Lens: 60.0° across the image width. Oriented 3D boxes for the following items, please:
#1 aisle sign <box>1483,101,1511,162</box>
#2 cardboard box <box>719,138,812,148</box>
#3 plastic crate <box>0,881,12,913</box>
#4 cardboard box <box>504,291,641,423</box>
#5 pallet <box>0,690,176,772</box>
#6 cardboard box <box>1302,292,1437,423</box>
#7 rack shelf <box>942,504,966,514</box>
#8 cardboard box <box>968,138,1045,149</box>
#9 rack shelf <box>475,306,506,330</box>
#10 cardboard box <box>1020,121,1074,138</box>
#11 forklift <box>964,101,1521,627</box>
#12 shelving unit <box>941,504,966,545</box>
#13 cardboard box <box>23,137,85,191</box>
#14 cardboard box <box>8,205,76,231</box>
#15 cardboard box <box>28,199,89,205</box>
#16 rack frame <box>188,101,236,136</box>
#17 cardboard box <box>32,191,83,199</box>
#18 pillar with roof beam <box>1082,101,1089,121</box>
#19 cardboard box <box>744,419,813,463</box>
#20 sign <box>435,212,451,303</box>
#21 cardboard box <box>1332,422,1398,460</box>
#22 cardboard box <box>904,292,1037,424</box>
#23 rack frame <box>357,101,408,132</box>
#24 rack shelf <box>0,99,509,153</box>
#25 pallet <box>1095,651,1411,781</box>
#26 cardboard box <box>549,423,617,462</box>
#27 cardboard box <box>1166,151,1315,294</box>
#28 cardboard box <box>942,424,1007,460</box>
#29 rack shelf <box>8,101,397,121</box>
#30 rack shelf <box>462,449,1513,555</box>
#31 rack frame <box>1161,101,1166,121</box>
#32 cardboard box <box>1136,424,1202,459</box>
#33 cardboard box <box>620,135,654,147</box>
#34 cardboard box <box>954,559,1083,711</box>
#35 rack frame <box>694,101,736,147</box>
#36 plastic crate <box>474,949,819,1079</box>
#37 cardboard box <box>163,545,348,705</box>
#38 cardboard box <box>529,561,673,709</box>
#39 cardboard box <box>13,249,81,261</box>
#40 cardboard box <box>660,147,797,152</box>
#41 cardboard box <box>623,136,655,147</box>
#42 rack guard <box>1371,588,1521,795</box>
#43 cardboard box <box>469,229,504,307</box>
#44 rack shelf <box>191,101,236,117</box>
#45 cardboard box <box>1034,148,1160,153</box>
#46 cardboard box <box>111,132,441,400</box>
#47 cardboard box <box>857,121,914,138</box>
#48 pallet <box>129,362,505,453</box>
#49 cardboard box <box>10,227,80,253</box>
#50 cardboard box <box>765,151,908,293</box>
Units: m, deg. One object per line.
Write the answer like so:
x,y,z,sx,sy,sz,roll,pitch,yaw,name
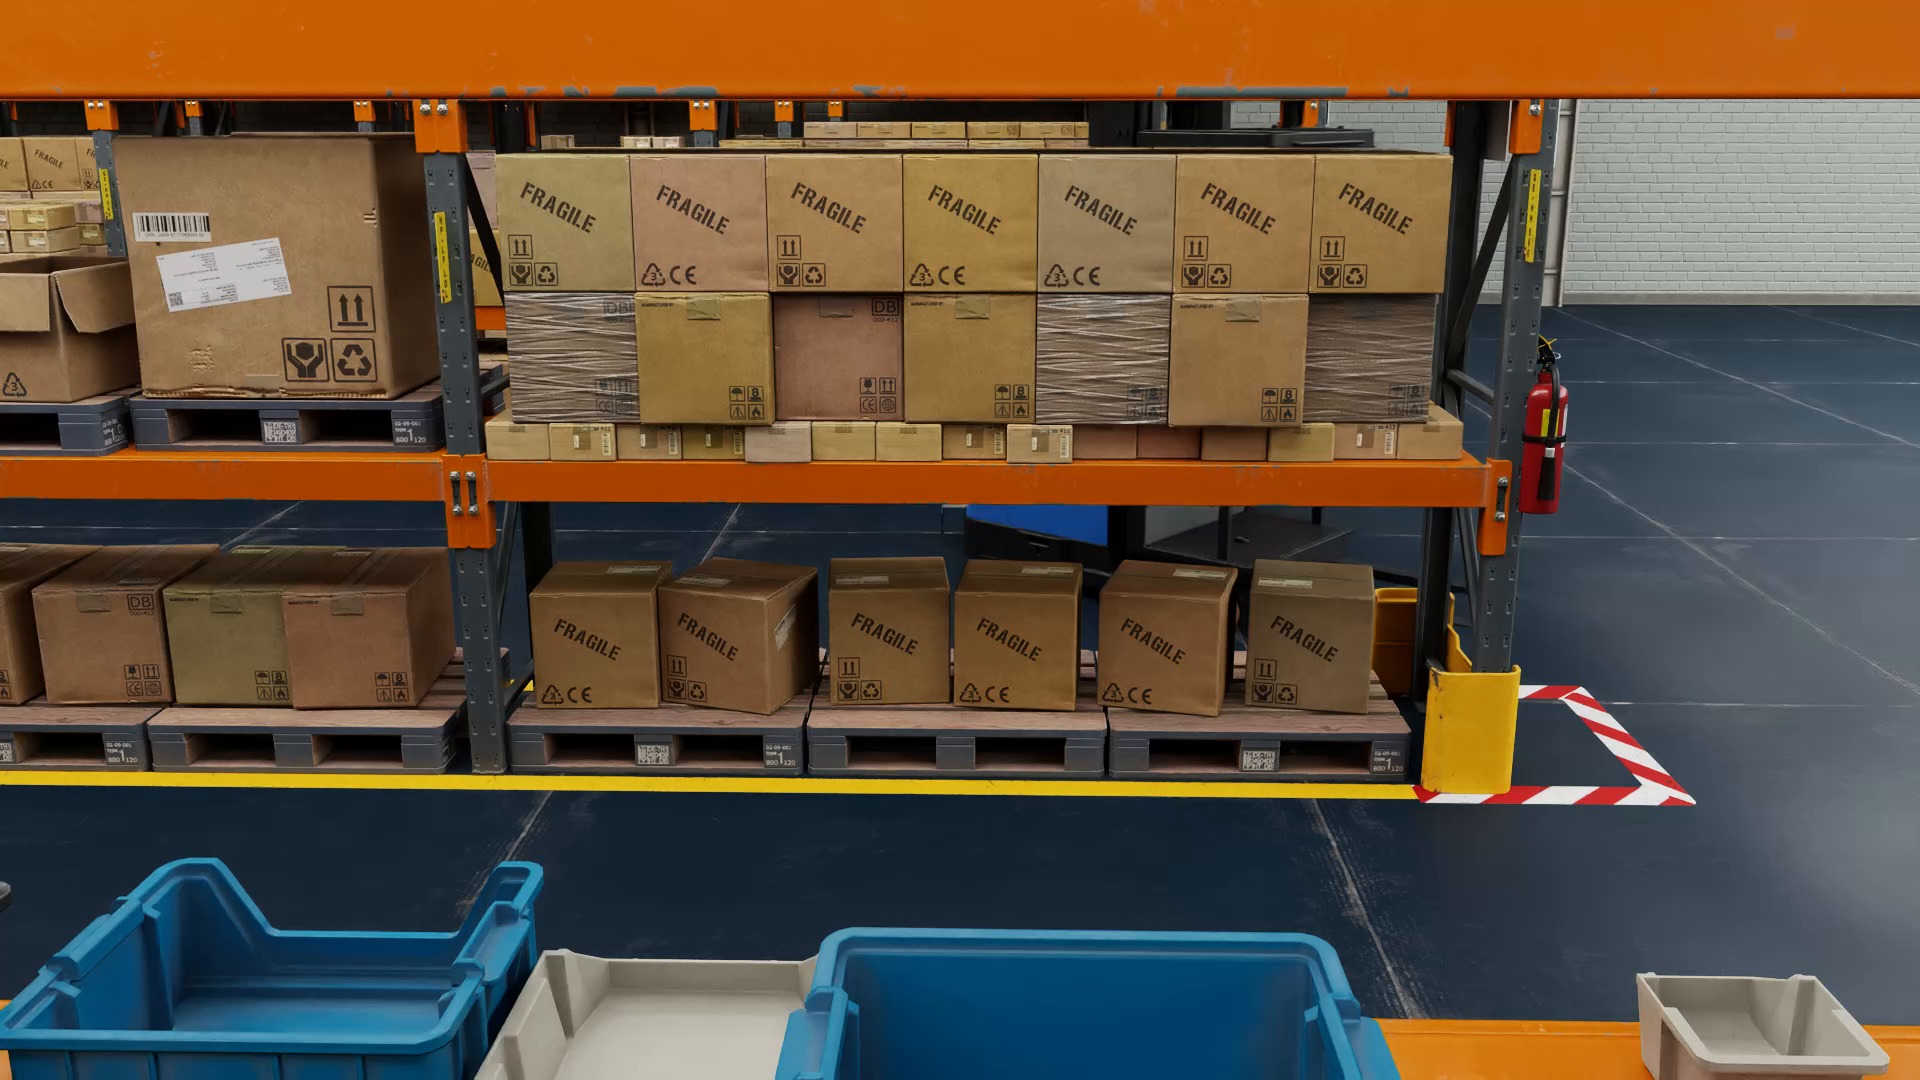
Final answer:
2.170,-1.931,6.684,0.004,0.787,0.394,0,15,1,aisle sign
-1.303,-2.472,11.419,0.550,0.550,0.875,0,15,1,cardboard box
-1.505,0.705,1.911,0.504,0.338,0.767,0,15,1,plastic crate
-1.450,-0.798,6.705,0.500,0.500,0.875,0,15,1,cardboard box
-3.900,0.712,7.227,1.213,0.211,1.003,0,15,1,pallet
1.551,-0.801,6.717,0.500,0.500,0.875,0,15,1,cardboard box
-0.008,-0.229,10.280,0.200,0.077,0.258,0,15,1,rack shelf
0.316,-2.458,11.366,0.500,0.550,0.875,0,15,1,cardboard box
-3.670,-1.554,11.759,4.000,0.370,1.077,0,15,1,rack shelf
0.819,-3.731,15.863,0.500,0.500,0.700,0,15,1,cardboard box
1.472,-1.108,8.796,3.031,2.935,1.130,12,19,39,forklift
-0.008,-0.435,10.225,0.210,0.900,0.258,0,15,1,shelving unit
-8.701,-3.663,16.188,0.500,0.500,0.500,0,15,1,cardboard box
-6.171,-2.170,11.189,0.250,0.149,0.380,0,15,-1,cardboard box
-6.395,-2.337,11.822,0.250,0.149,0.380,0,15,0,cardboard box
-9.520,-4.470,21.401,0.127,3.000,1.000,0,15,1,rack frame
-8.688,-3.302,16.289,0.500,0.250,0.500,1,15,2,cardboard box
1.693,-6.429,17.066,0.400,9.000,9.100,0,15,1,pillar with roof beam
-0.692,-0.414,6.521,0.250,0.149,0.380,0,15,1,cardboard box
-1.909,-1.043,6.142,0.005,0.325,0.100,0,15,1,sign
1.560,-0.428,6.574,0.250,0.149,0.380,0,15,1,cardboard box
0.050,-0.794,6.691,0.500,0.500,0.875,0,15,1,cardboard box
-5.644,-3.178,16.504,0.127,3.000,1.000,0,15,1,rack frame
-3.898,-1.740,6.585,4.000,0.370,1.077,0,15,1,rack shelf
1.213,0.735,7.139,1.213,0.211,1.003,0,15,1,pallet
-1.442,-0.420,6.544,0.250,0.149,0.380,0,15,1,cardboard box
1.044,-1.216,6.331,0.500,0.500,0.500,0,15,1,cardboard box
0.060,-0.428,6.576,0.250,0.149,0.380,0,15,1,cardboard box
-7.644,-4.293,16.263,4.000,0.370,1.077,0,15,1,rack shelf
0.101,-0.263,6.869,4.000,0.370,1.077,0,15,1,rack shelf
2.476,-4.391,21.105,0.127,3.000,1.000,0,15,1,rack frame
0.810,-0.434,6.598,0.250,0.149,0.380,0,15,1,cardboard box
-3.195,-3.935,16.499,0.250,0.149,0.380,1,15,5,cardboard box
0.252,0.395,7.040,0.500,0.500,0.500,2,15,7,cardboard box
-1.671,-1.889,11.618,0.127,3.000,1.000,0,15,1,rack frame
-0.395,0.712,2.277,0.437,0.136,0.530,0,15,1,plastic crate
-2.988,0.354,7.155,0.500,0.500,0.700,0,15,1,cardboard box
-1.500,0.394,7.043,0.500,0.500,0.500,0,15,0,cardboard box
-6.175,-1.882,11.263,0.250,0.149,0.380,1,15,2,cardboard box
-0.942,-1.364,6.892,0.500,0.500,0.500,0,15,1,cardboard box
-3.077,-3.803,16.000,0.250,0.149,0.380,0,15,-1,cardboard box
2.024,0.610,7.048,0.348,0.500,1.175,0,15,1,rack guard
-3.210,-1.879,11.385,0.500,0.500,0.500,1,15,2,cardboard box
-7.521,-5.559,21.061,4.000,0.370,1.077,0,15,1,rack shelf
0.558,-1.355,6.857,0.500,0.500,0.500,0,15,1,cardboard box
-2.689,-1.158,6.851,1.000,1.000,1.000,0,15,2,cardboard box
-0.701,-3.760,15.973,0.500,0.500,0.700,0,15,2,cardboard box
-2.659,-0.574,7.010,1.213,0.211,1.003,0,15,1,pallet
-6.175,-2.027,11.230,0.250,0.149,0.380,1,15,3,cardboard box
-0.456,-1.226,6.368,0.500,0.500,0.500,0,15,1,cardboard box
